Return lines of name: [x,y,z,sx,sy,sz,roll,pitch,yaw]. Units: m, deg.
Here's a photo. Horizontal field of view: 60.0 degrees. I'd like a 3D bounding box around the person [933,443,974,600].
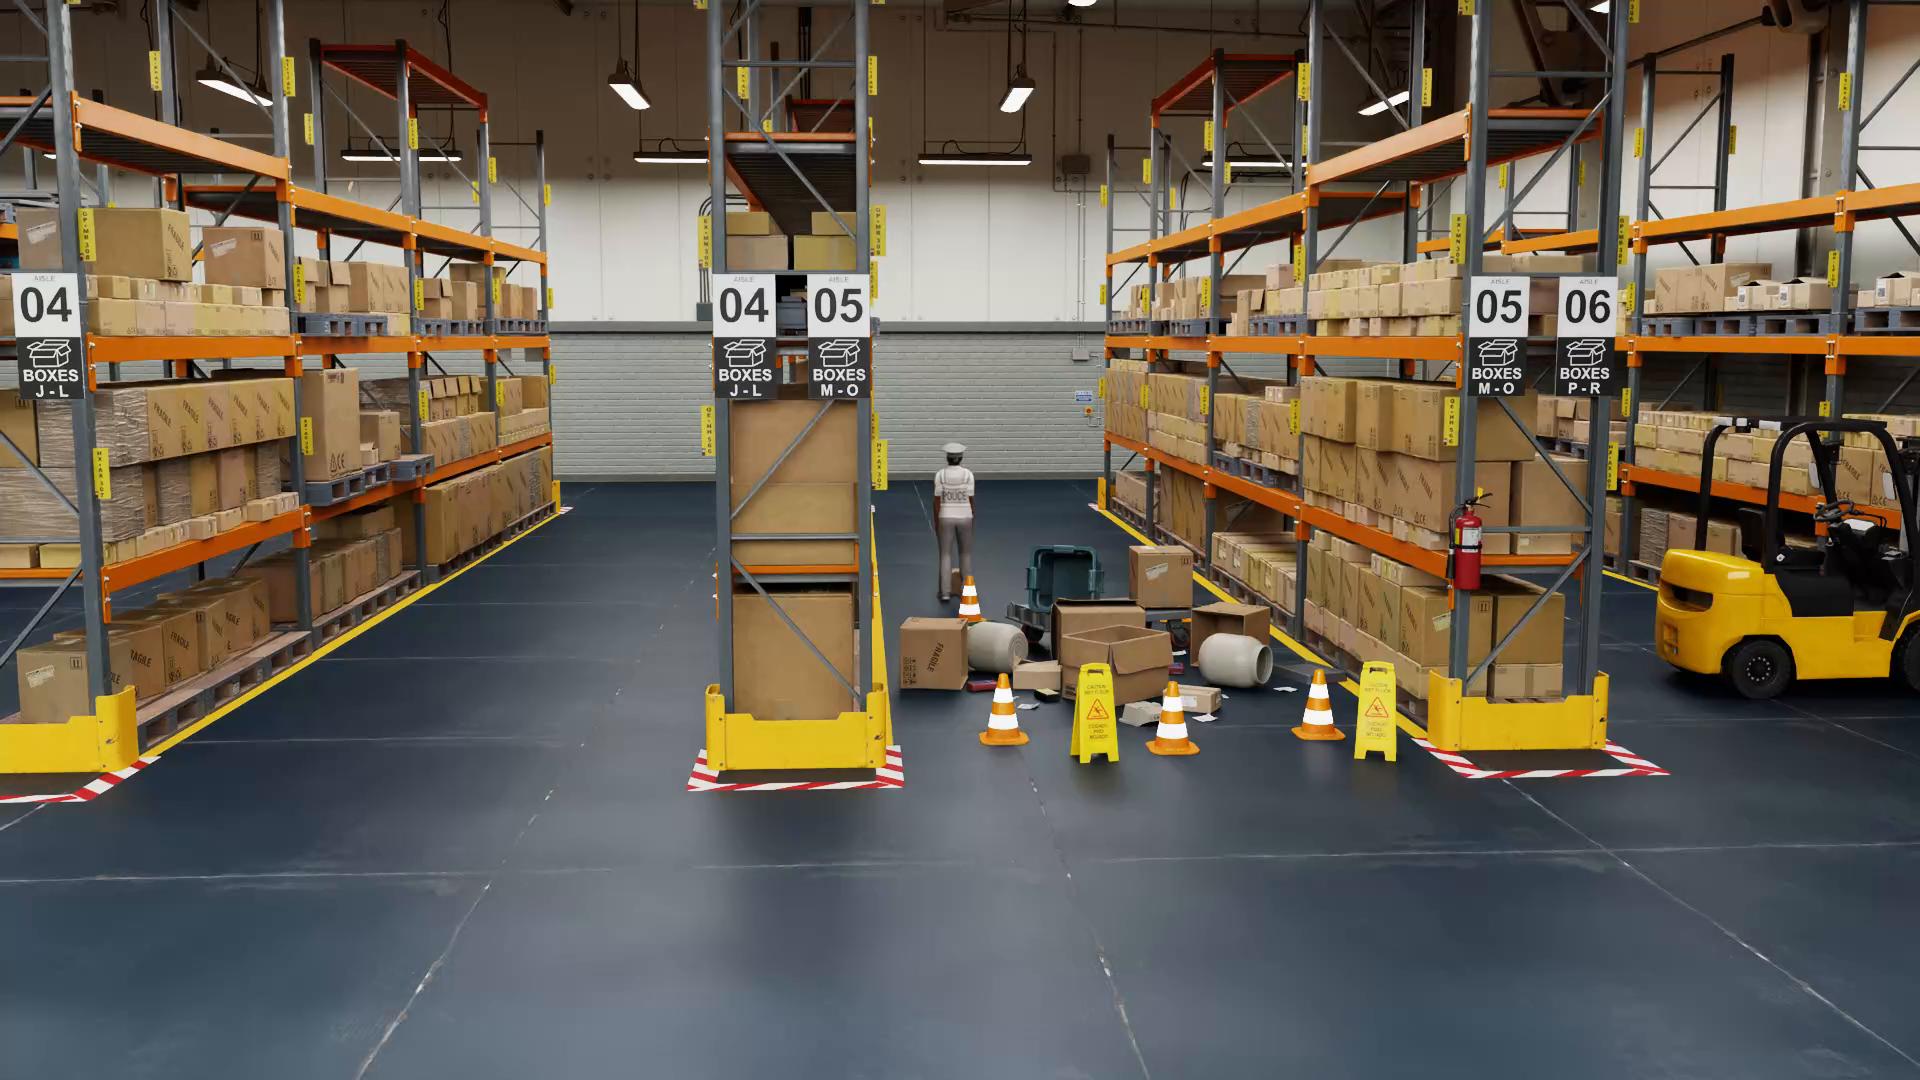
person: [-0.068,-0.188,17.786,0.435,1.695,0.343,0,7,-3]
